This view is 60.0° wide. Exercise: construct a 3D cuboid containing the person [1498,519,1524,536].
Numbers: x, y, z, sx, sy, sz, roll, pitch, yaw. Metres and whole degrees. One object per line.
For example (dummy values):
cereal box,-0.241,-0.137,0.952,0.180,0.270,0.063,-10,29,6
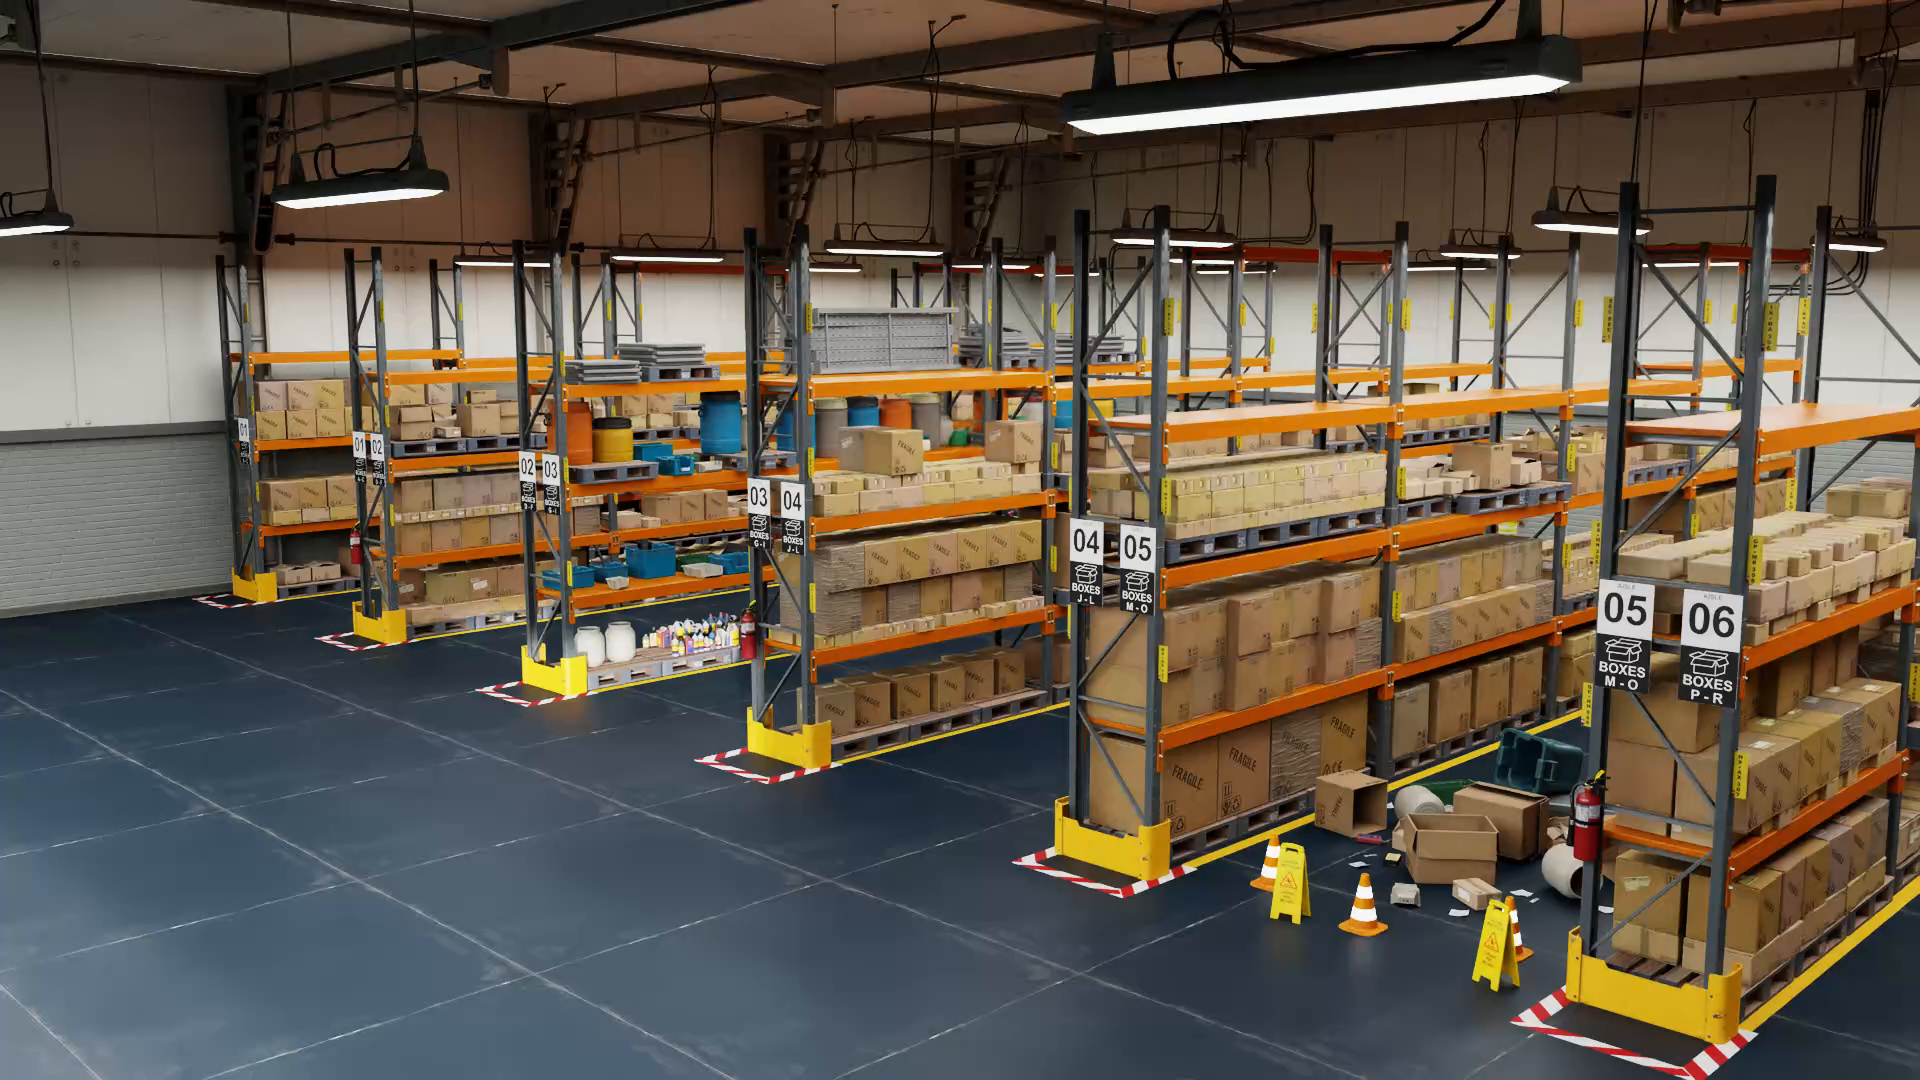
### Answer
person,10.132,-0.067,30.880,0.727,1.782,0.919,-5,10,-34
